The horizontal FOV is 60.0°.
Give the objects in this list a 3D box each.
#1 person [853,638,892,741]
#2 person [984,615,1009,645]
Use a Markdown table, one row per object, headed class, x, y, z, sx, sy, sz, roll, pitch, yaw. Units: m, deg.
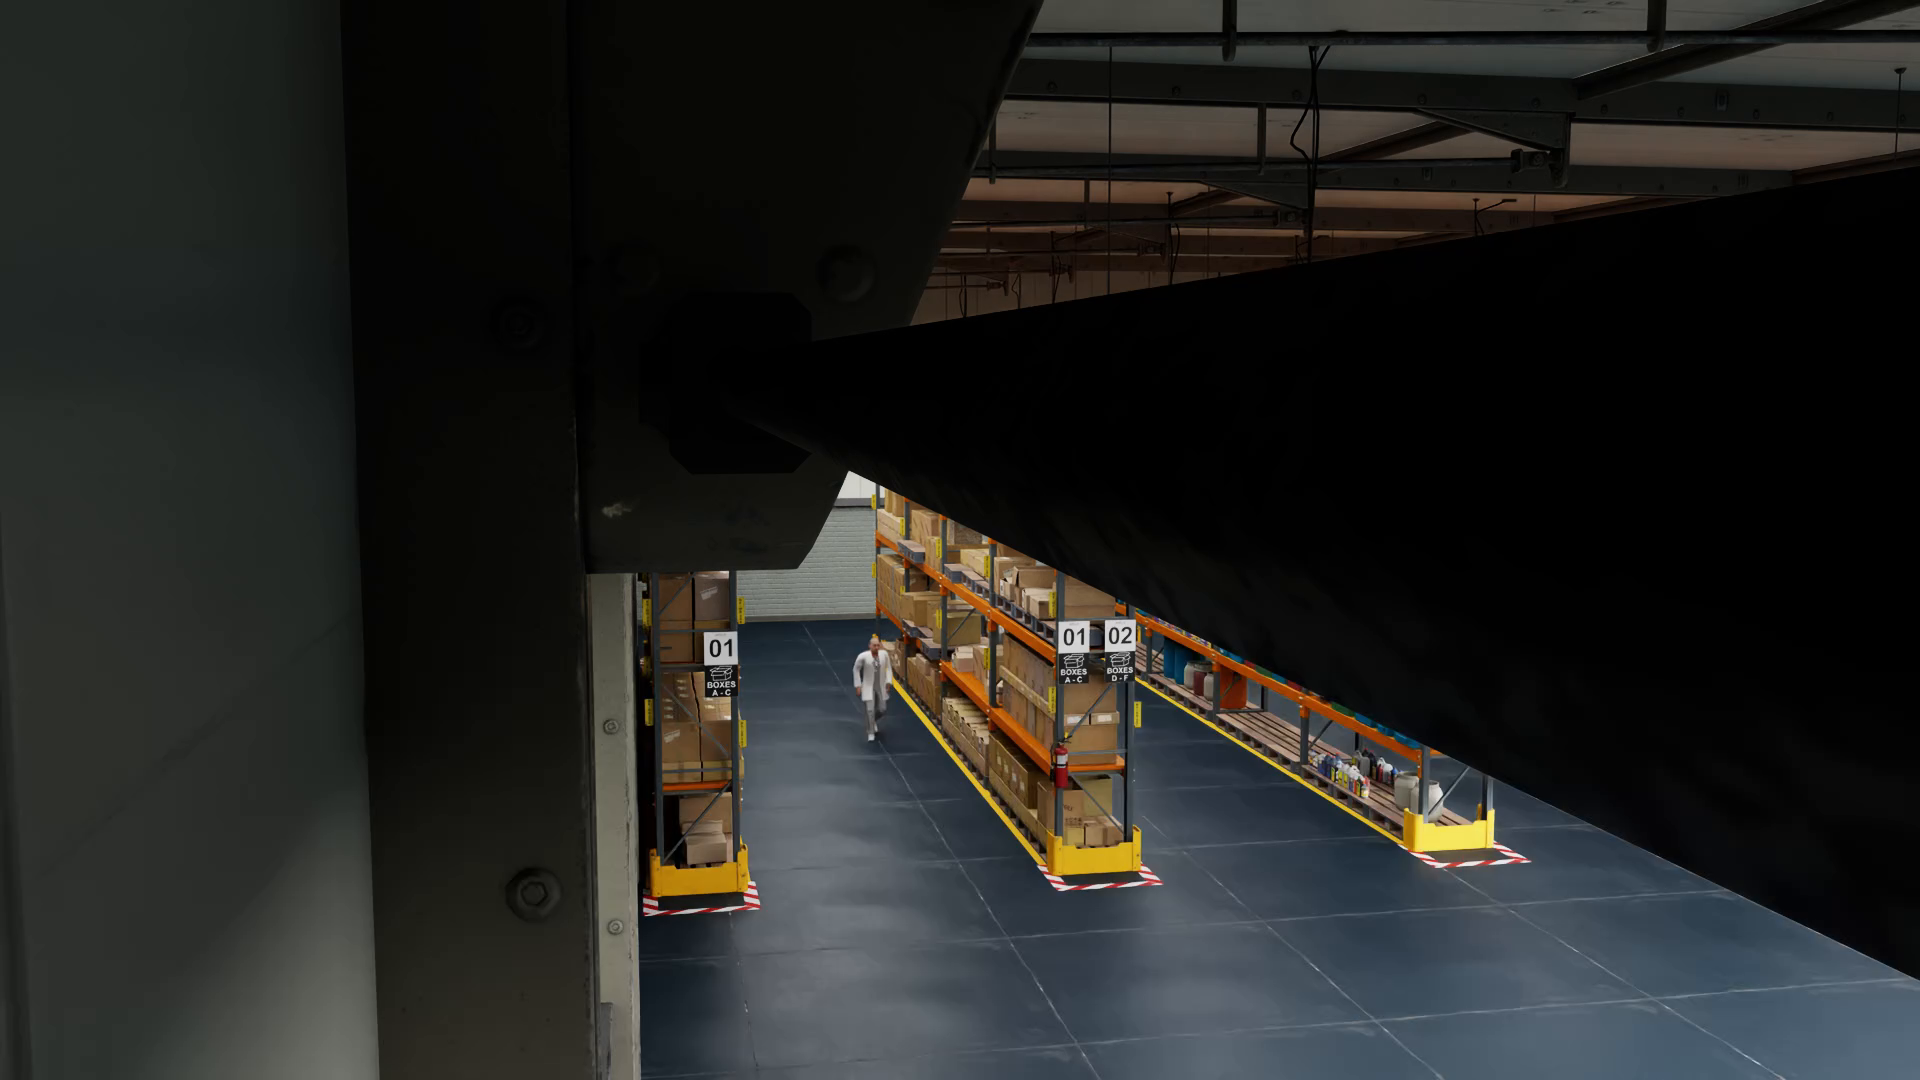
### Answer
| class | x | y | z | sx | sy | sz | roll | pitch | yaw |
| --- | --- | --- | --- | --- | --- | --- | --- | --- | --- |
| person | -1.522 | 2.530 | 28.618 | 0.673 | 1.765 | 0.740 | -2 | 6 | -23 |
| person | 0.765 | 1.941 | 34.682 | 0.471 | 1.631 | 1.033 | -1 | 6 | -13 |
